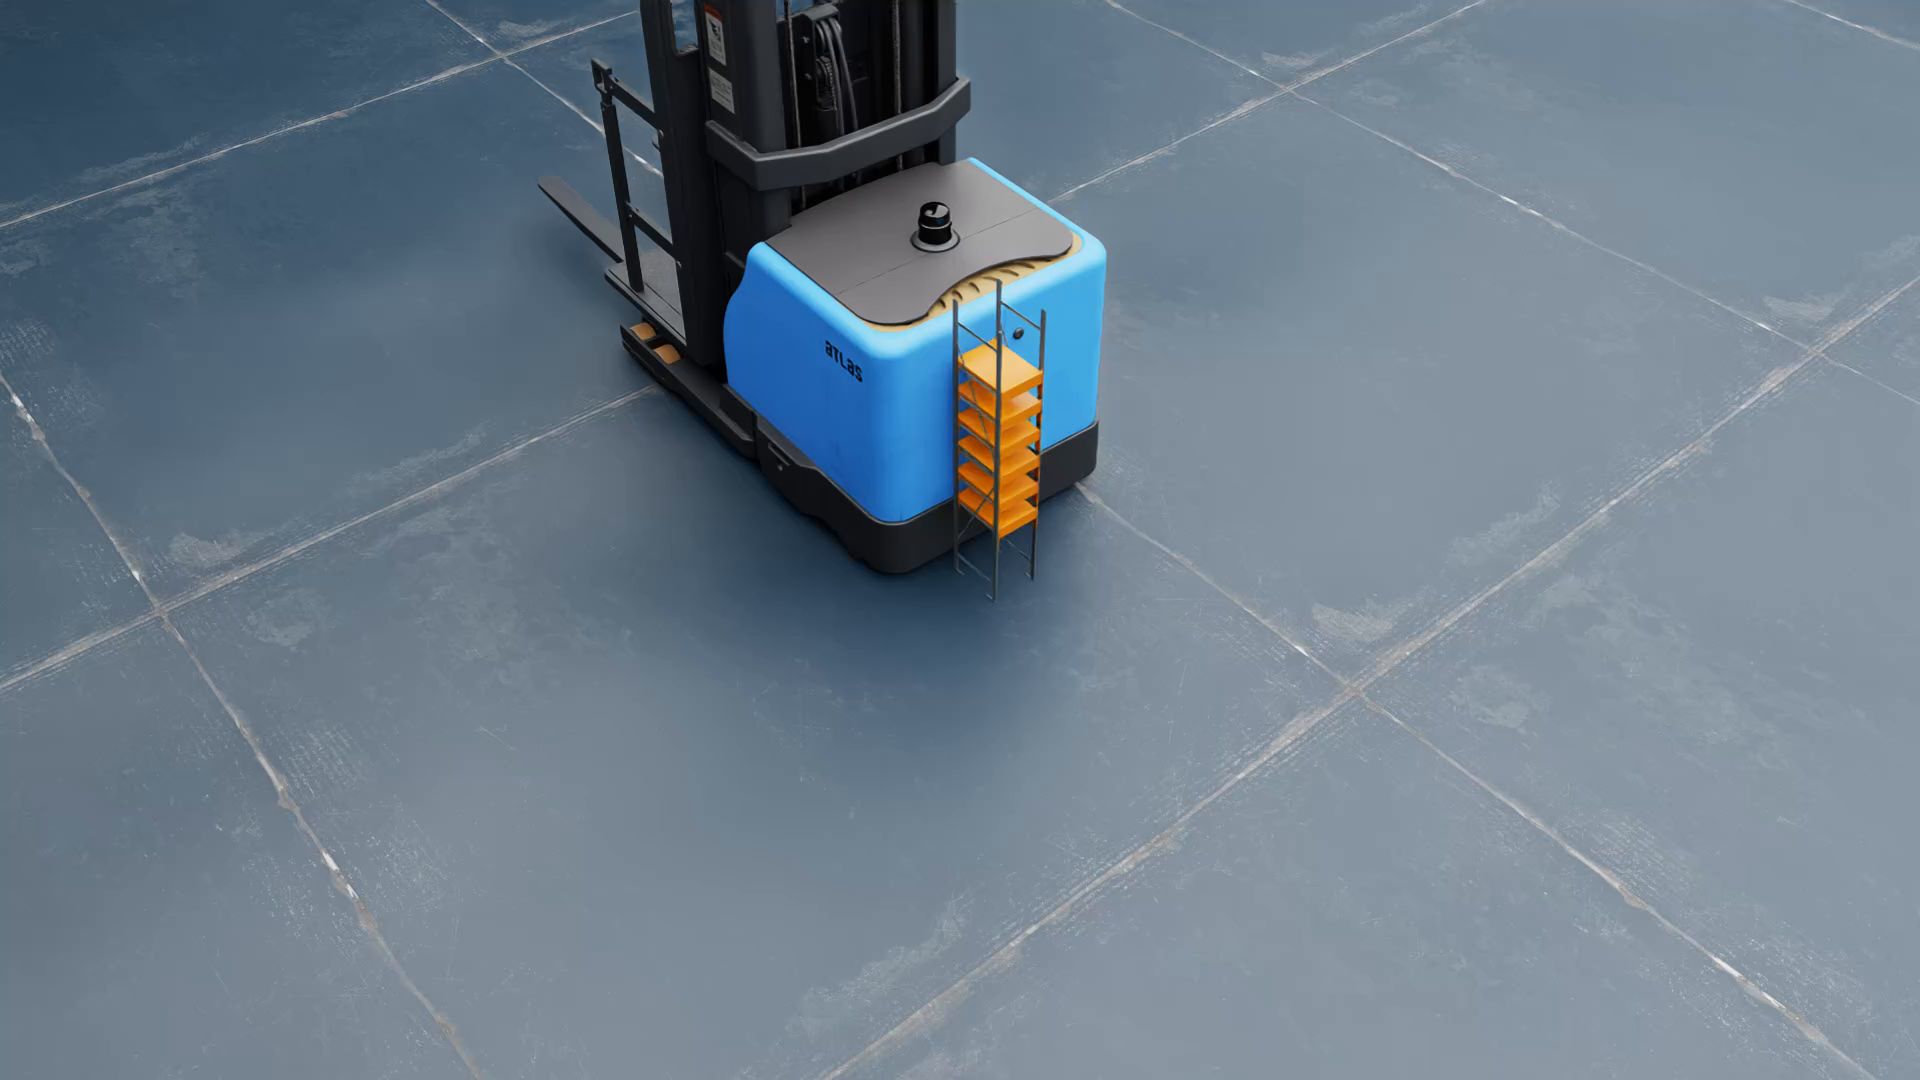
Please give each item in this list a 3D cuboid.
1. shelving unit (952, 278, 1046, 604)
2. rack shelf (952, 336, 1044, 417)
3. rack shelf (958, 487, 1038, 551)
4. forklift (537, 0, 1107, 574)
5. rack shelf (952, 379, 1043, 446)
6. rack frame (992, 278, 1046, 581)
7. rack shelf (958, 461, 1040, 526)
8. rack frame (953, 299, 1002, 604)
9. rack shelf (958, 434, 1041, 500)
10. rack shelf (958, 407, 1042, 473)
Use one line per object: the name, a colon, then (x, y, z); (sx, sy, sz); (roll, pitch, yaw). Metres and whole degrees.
shelving unit: (0.125, -0.311, 5.704); (0.189, 1.200, 0.258); (-29, 50, -27)
rack shelf: (0.125, -0.541, 5.488); (0.180, 0.103, 0.258); (-29, 50, -27)
rack shelf: (0.125, -0.103, 5.899); (0.180, 0.103, 0.258); (-29, 50, -27)
forklift: (-0.771, -1.903, 6.135); (1.130, 2.935, 3.031); (-28, 50, -27)
rack shelf: (0.125, -0.453, 5.570); (0.180, 0.103, 0.258); (-29, 50, -27)
rack frame: (0.196, -0.350, 5.746); (0.006, 1.200, 0.240); (-29, 50, -27)
rack shelf: (0.125, -0.191, 5.817); (0.180, 0.103, 0.258); (-29, 50, -27)
rack frame: (0.055, -0.271, 5.662); (0.006, 1.200, 0.240); (-29, 50, -27)
rack shelf: (0.125, -0.278, 5.735); (0.180, 0.103, 0.258); (-29, 50, -27)
rack shelf: (0.125, -0.366, 5.652); (0.180, 0.103, 0.258); (-29, 50, -27)
